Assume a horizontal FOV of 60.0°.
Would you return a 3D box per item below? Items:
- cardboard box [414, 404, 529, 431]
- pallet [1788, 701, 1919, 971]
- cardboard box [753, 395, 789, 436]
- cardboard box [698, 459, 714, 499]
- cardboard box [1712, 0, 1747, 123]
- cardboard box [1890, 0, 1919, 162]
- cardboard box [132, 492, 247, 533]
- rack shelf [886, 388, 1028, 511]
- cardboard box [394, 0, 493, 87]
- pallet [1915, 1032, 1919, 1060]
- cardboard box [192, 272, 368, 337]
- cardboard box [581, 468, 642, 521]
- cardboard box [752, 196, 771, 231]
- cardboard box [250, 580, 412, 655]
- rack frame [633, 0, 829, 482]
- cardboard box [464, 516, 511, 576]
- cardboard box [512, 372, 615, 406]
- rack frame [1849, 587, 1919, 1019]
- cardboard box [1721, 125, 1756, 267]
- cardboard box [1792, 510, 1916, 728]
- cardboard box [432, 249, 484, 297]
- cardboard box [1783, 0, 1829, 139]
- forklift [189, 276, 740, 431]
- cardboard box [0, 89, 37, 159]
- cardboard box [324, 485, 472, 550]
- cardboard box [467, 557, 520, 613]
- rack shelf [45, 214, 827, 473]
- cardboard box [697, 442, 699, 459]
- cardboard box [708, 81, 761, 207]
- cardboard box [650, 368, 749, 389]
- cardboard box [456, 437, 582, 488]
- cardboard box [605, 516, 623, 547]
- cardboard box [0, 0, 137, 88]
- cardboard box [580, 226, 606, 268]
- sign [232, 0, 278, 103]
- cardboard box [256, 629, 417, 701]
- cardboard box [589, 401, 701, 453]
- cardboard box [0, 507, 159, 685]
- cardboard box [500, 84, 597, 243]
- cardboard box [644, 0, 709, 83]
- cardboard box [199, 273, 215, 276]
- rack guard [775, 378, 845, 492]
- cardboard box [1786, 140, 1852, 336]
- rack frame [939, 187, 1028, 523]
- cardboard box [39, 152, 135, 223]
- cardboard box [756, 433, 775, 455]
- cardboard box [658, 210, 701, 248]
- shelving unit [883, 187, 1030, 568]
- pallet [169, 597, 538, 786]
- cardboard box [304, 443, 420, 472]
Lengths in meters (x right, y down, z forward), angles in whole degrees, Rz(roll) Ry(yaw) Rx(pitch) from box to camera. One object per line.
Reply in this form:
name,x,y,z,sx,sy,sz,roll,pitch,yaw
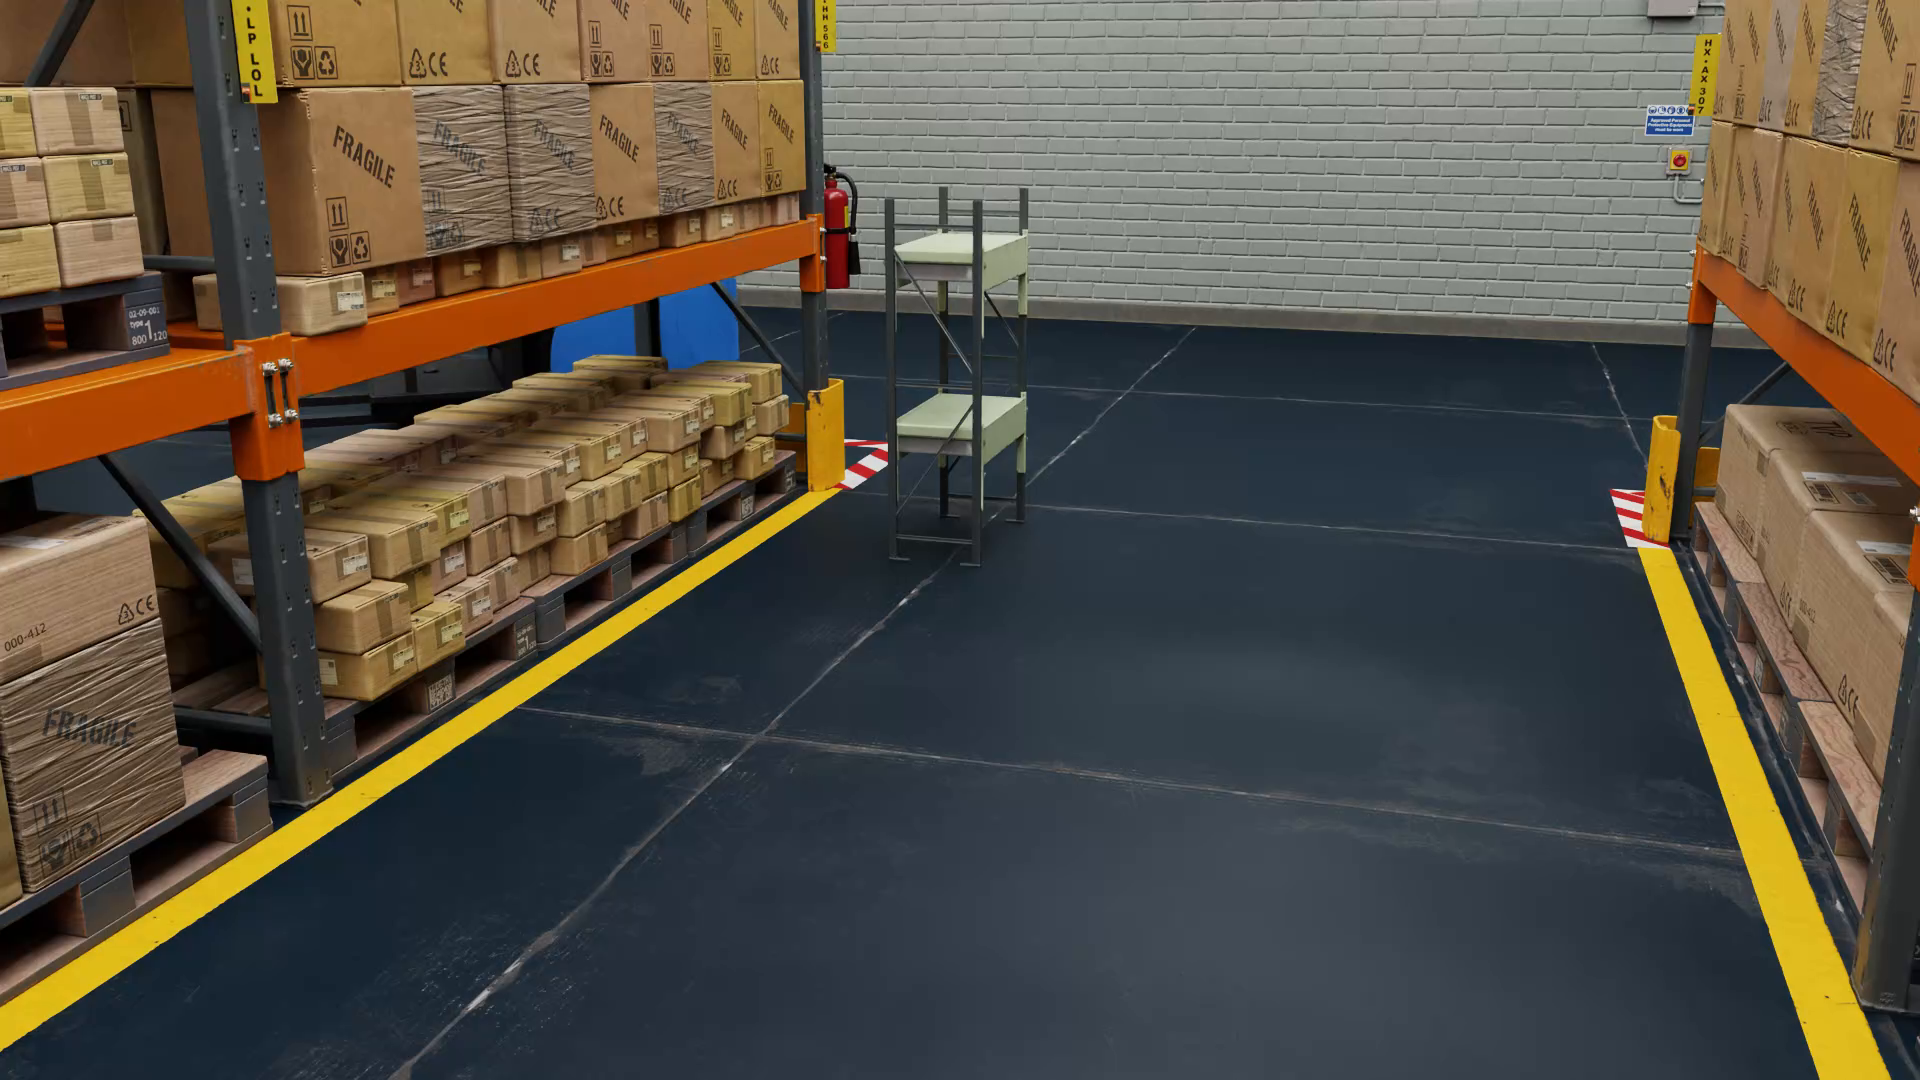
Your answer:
cardboard box,-1.983,-0.446,6.770,0.380,0.149,0.250,5,17,17
pallet,2.775,0.767,4.240,1.003,0.211,1.213,5,16,16
cardboard box,-1.030,-0.599,7.855,0.380,0.149,0.250,4,16,14
cardboard box,-1.295,-0.259,7.202,0.380,0.149,0.250,5,17,16
cardboard box,3.212,-1.854,6.354,0.500,0.500,0.500,4,16,15
cardboard box,2.354,-1.056,3.540,0.500,0.500,0.500,4,16,15
cardboard box,-2.404,-0.039,5.336,0.380,0.149,0.250,5,17,17
rack shelf,-0.002,-0.406,7.208,0.431,0.370,0.720,5,16,16
cardboard box,-1.796,-1.648,5.081,0.500,0.500,0.500,4,16,14
pallet,2.337,1.167,2.828,1.003,0.211,1.213,5,16,16
cardboard box,-1.896,-0.667,4.646,0.380,0.149,0.250,5,17,18
cardboard box,-1.453,-0.187,6.402,0.380,0.149,0.250,5,17,16
cardboard box,-1.082,-1.496,7.566,0.380,0.149,0.250,5,16,16
cardboard box,-1.880,0.217,4.978,0.380,0.149,0.250,5,17,18
rack frame,-1.154,-1.786,8.129,1.000,3.000,0.127,5,16,16
cardboard box,-1.780,0.007,5.718,0.380,0.149,0.250,4,16,13
cardboard box,-1.786,-0.655,7.505,0.380,0.149,0.250,5,16,16
rack frame,2.484,-0.382,3.180,1.000,3.000,0.127,5,16,16
cardboard box,3.092,-1.239,6.017,0.500,0.500,0.500,4,16,15
cardboard box,3.020,0.258,4.848,0.875,0.438,0.875,4,16,14
cardboard box,-1.786,-0.885,5.414,0.380,0.149,0.250,4,16,13
cardboard box,2.792,-1.453,4.938,0.500,0.500,0.500,5,17,16
forklift,-2.799,-1.991,8.977,3.031,2.935,1.130,-6,17,-19
cardboard box,-2.293,-0.916,3.664,0.380,0.149,0.250,4,16,14
cardboard box,-1.834,-0.068,5.436,0.380,0.149,0.250,4,16,15
cardboard box,-1.758,0.151,5.756,0.380,0.149,0.250,4,16,15
rack shelf,-1.722,-0.917,6.383,1.077,0.370,4.000,5,16,16
cardboard box,-1.351,-0.401,7.156,0.380,0.149,0.250,4,16,15
cardboard box,-1.186,-1.705,7.116,0.500,0.500,0.500,4,16,15
cardboard box,-1.188,-0.683,7.606,0.380,0.149,0.250,5,17,17
cardboard box,-1.633,-0.276,6.169,0.380,0.149,0.250,4,16,14
cardboard box,-1.548,-0.058,6.490,0.380,0.149,0.250,5,17,17
cardboard box,-2.416,-1.556,4.756,0.500,0.500,0.500,4,16,14
cardboard box,-1.537,-1.089,6.134,0.380,0.149,0.250,5,17,18
sign,-1.757,-1.254,4.133,0.100,0.325,0.005,5,16,16
cardboard box,-1.879,0.360,5.019,0.380,0.149,0.250,4,16,13
cardboard box,-1.297,-0.468,6.848,0.380,0.149,0.250,5,17,18
cardboard box,-2.260,0.115,3.865,0.500,0.250,0.500,4,16,14
cardboard box,-1.597,-1.300,5.686,0.500,0.500,0.500,4,16,15
cardboard box,-1.328,-2.050,6.499,0.500,0.500,0.500,6,17,19
cardboard box,-2.465,-0.787,5.069,0.380,0.149,0.250,4,16,14
rack guard,-1.175,-0.564,8.400,1.175,0.500,0.348,5,16,16
cardboard box,2.641,-0.839,4.607,0.500,0.500,0.500,4,16,15
rack frame,0.102,-0.816,7.456,0.400,1.500,0.023,5,16,16
cardboard box,-2.214,-0.844,3.955,0.380,0.149,0.250,5,17,18
cardboard box,-1.103,-0.463,7.918,0.380,0.149,0.250,5,17,17
cardboard box,-1.292,-1.294,6.854,0.380,0.149,0.250,4,16,13
shelving unit,-0.002,-0.720,7.119,0.431,1.500,0.755,5,16,16
pallet,-2.133,0.424,5.449,1.003,0.211,1.213,5,16,16
cardboard box,-2.203,-0.245,6.061,0.380,0.149,0.250,4,16,13
